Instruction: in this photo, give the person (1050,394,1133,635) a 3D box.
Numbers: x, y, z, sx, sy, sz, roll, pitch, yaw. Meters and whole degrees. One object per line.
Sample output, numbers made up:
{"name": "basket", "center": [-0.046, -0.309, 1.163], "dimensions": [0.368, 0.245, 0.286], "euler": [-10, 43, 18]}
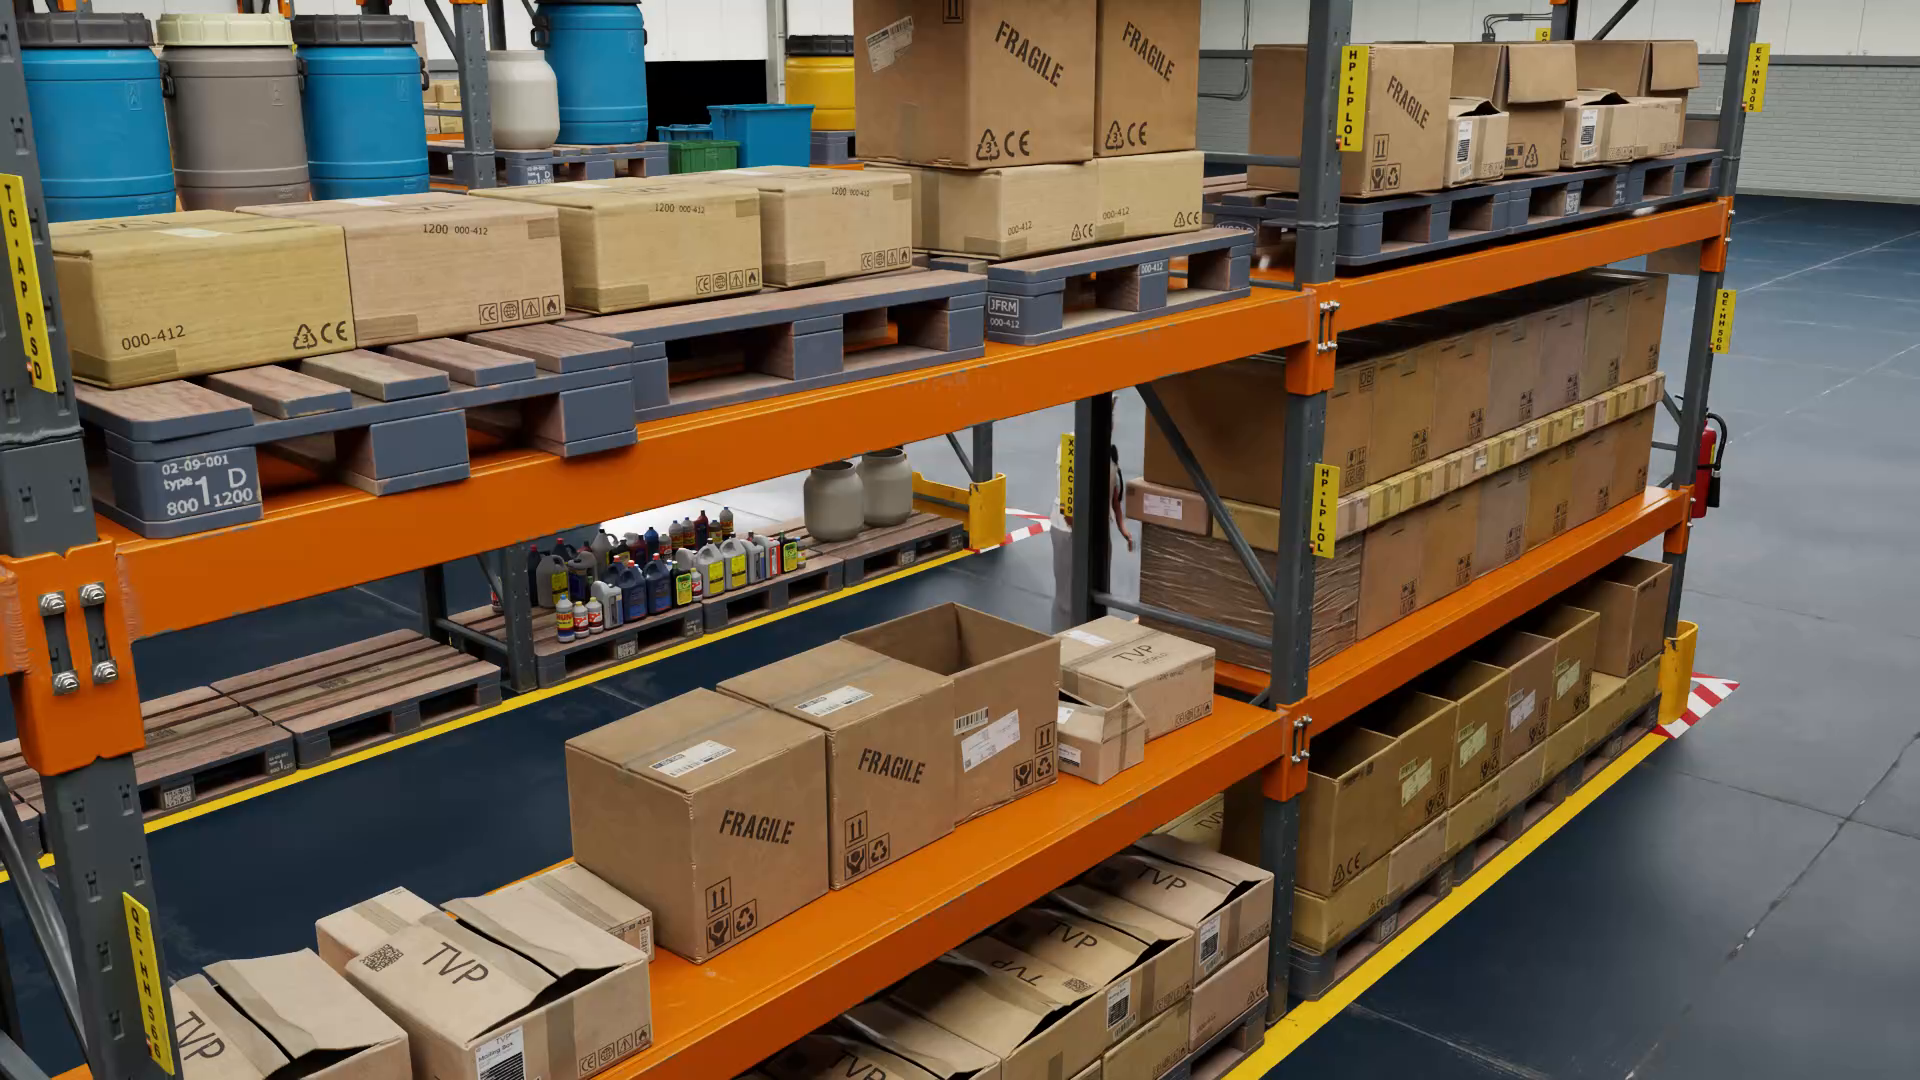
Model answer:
{"name": "person", "center": [0.754, -0.022, 9.681], "dimensions": [0.392, 1.713, 0.471], "euler": [16, 23, 41]}
